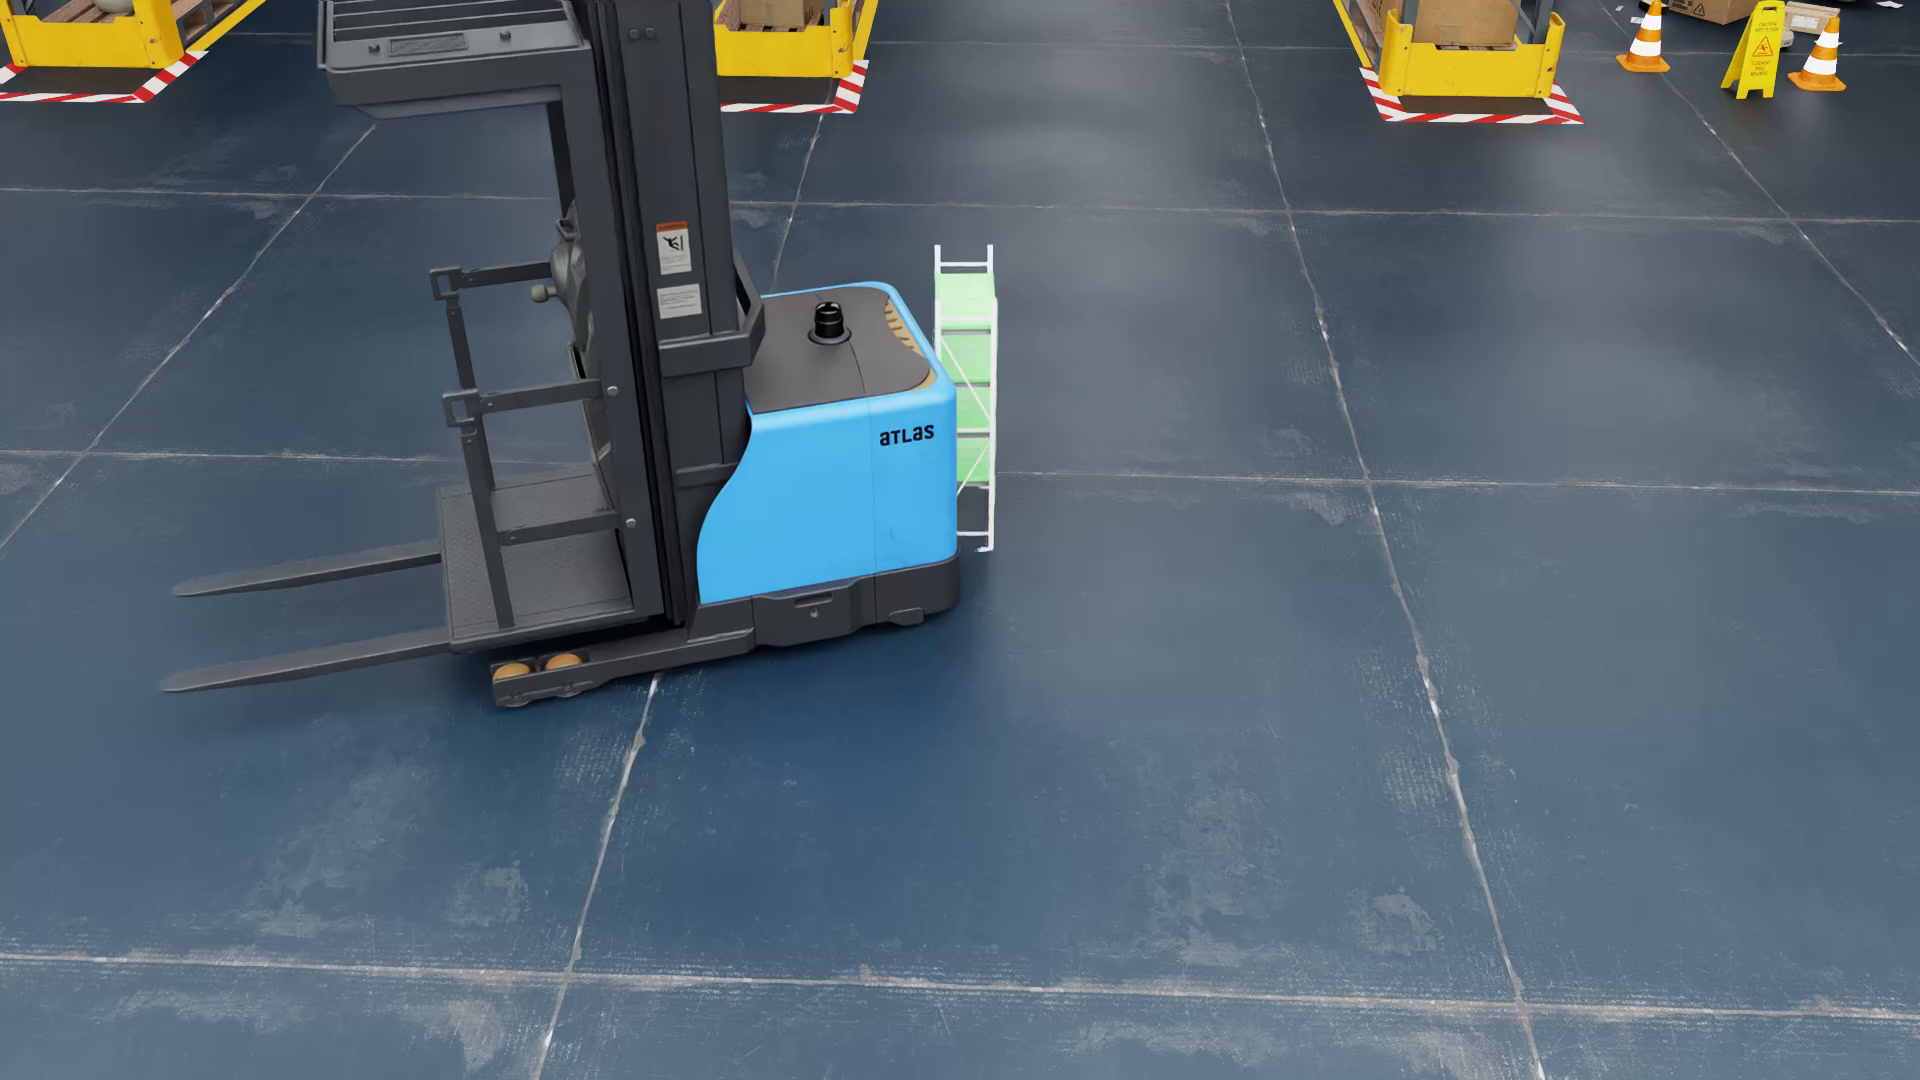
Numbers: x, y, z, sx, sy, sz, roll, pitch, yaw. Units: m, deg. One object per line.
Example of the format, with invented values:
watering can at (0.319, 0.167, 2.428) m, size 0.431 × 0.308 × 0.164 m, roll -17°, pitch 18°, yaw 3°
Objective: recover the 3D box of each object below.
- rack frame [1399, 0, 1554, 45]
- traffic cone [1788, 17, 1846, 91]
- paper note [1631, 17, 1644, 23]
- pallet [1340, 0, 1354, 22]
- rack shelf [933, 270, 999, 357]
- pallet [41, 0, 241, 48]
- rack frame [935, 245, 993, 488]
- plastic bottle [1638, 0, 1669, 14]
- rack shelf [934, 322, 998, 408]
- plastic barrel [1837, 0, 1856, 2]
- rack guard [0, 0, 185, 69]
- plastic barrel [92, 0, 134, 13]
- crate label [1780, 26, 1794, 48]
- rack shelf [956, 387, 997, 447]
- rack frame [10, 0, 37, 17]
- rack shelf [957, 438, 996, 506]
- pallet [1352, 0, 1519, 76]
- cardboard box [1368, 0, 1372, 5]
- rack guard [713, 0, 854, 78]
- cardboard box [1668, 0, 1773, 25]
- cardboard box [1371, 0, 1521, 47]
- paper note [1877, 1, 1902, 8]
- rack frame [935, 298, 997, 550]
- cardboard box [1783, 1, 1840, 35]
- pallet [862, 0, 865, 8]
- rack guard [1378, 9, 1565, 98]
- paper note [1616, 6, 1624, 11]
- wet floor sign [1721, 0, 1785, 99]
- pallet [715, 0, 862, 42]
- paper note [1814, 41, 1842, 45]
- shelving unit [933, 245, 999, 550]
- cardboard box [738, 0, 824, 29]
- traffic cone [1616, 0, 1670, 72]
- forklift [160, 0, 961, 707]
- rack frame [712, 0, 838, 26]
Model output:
rack frame at (3.578, -4.453, 10.977) m, size 1.000 × 3.000 × 0.127 m, roll 1°, pitch 35°, yaw 2°
traffic cone at (6.134, -3.466, 11.779) m, size 0.336 × 0.463 × 0.334 m, roll 1°, pitch 35°, yaw 2°
paper note at (5.336, -4.075, 13.024) m, size 0.144 × 0.017 × 0.142 m, roll 13°, pitch 37°, yaw 18°
pallet at (3.584, -4.472, 13.430) m, size 1.003 × 0.211 × 1.213 m, roll 1°, pitch 35°, yaw 2°
rack shelf at (0.020, -0.931, 6.807) m, size 0.258 × 0.148 × 0.480 m, roll -1°, pitch 35°, yaw -1°
pallet at (-6.329, -4.111, 12.915) m, size 1.003 × 0.211 × 1.213 m, roll 1°, pitch 35°, yaw 2°
rack frame at (0.016, -0.730, 7.246) m, size 0.240 × 1.200 × 0.015 m, roll -1°, pitch 35°, yaw -1°
plastic bottle at (5.512, -4.262, 13.261) m, size 0.133 × 0.061 × 0.283 m, roll -10°, pitch 36°, yaw -14°
rack shelf at (0.020, -0.734, 6.945) m, size 0.258 × 0.148 × 0.480 m, roll -1°, pitch 35°, yaw -1°
plastic barrel at (7.098, -4.564, 13.376) m, size 0.512 × 0.421 × 0.421 m, roll 28°, pitch 44°, yaw 33°
rack guard at (-6.367, -3.762, 12.168) m, size 1.175 × 0.500 × 0.348 m, roll 1°, pitch 35°, yaw 2°
plastic barrel at (-6.373, -4.274, 12.521) m, size 0.421 × 0.512 × 0.421 m, roll 0°, pitch 35°, yaw 0°
crate label at (6.103, -3.786, 12.518) m, size 0.250 × 0.136 × 0.298 m, roll -17°, pitch 38°, yaw -22°
rack shelf at (0.020, -0.538, 7.083) m, size 0.258 × 0.148 × 0.480 m, roll -1°, pitch 35°, yaw -1°
rack frame at (-6.323, -4.740, 11.386) m, size 1.000 × 3.000 × 0.127 m, roll 1°, pitch 35°, yaw 2°
rack shelf at (0.020, -0.342, 7.221) m, size 0.258 × 0.148 × 0.480 m, roll -1°, pitch 35°, yaw -1°
pallet at (3.532, -3.773, 12.436) m, size 1.003 × 0.211 × 1.213 m, roll 1°, pitch 35°, yaw 2°
cardboard box at (3.573, -4.652, 12.744) m, size 0.875 × 0.875 × 0.875 m, roll 1°, pitch 35°, yaw 1°
rack guard at (-1.371, -3.647, 12.004) m, size 1.175 × 0.500 × 0.348 m, roll 1°, pitch 35°, yaw 2°
cardboard box at (6.069, -4.443, 13.134) m, size 0.797 × 0.503 × 0.637 m, roll -24°, pitch 42°, yaw -30°
cardboard box at (3.539, -4.147, 12.024) m, size 0.875 × 0.875 × 0.875 m, roll 2°, pitch 35°, yaw 2°
paper note at (7.471, -4.306, 13.350) m, size 0.142 × 0.019 × 0.148 m, roll -10°, pitch 36°, yaw -14°
rack frame at (0.024, -0.450, 6.847) m, size 0.240 × 1.200 × 0.015 m, roll -1°, pitch 35°, yaw -1°
cardboard box at (6.562, -4.030, 12.854) m, size 0.380 × 0.149 × 0.250 m, roll 20°, pitch 40°, yaw 26°
pallet at (-1.251, -4.693, 13.745) m, size 1.003 × 0.211 × 1.213 m, roll 1°, pitch 35°, yaw 2°
rack guard at (3.577, -3.417, 11.677) m, size 1.175 × 0.500 × 0.348 m, roll 1°, pitch 35°, yaw 2°
paper note at (5.271, -4.250, 13.289) m, size 0.032 × 0.001 × 0.123 m, roll 20°, pitch 40°, yaw 26°
wet floor sign at (5.555, -3.427, 11.566) m, size 0.267 × 0.644 × 0.232 m, roll -4°, pitch 35°, yaw -6°
pallet at (-1.303, -3.994, 12.750) m, size 1.003 × 0.211 × 1.213 m, roll 1°, pitch 35°, yaw 2°
paper note at (6.577, -3.771, 12.589) m, size 0.148 × 0.019 × 0.142 m, roll -10°, pitch 36°, yaw -14°
shelving unit at (0.020, -0.590, 7.046) m, size 0.258 × 1.200 × 0.503 m, roll -1°, pitch 35°, yaw -1°
cardboard box at (-1.332, -4.133, 12.331) m, size 0.500 × 0.500 × 0.500 m, roll 8°, pitch 36°, yaw 11°
traffic cone at (5.018, -3.687, 12.094) m, size 0.336 × 0.463 × 0.334 m, roll 1°, pitch 35°, yaw 2°
forklift at (-1.573, -0.903, 5.986) m, size 3.031 × 2.935 × 1.130 m, roll -10°, pitch 36°, yaw -14°
rack frame at (-1.374, -4.626, 11.223) m, size 1.000 × 3.000 × 0.127 m, roll 1°, pitch 35°, yaw 2°
